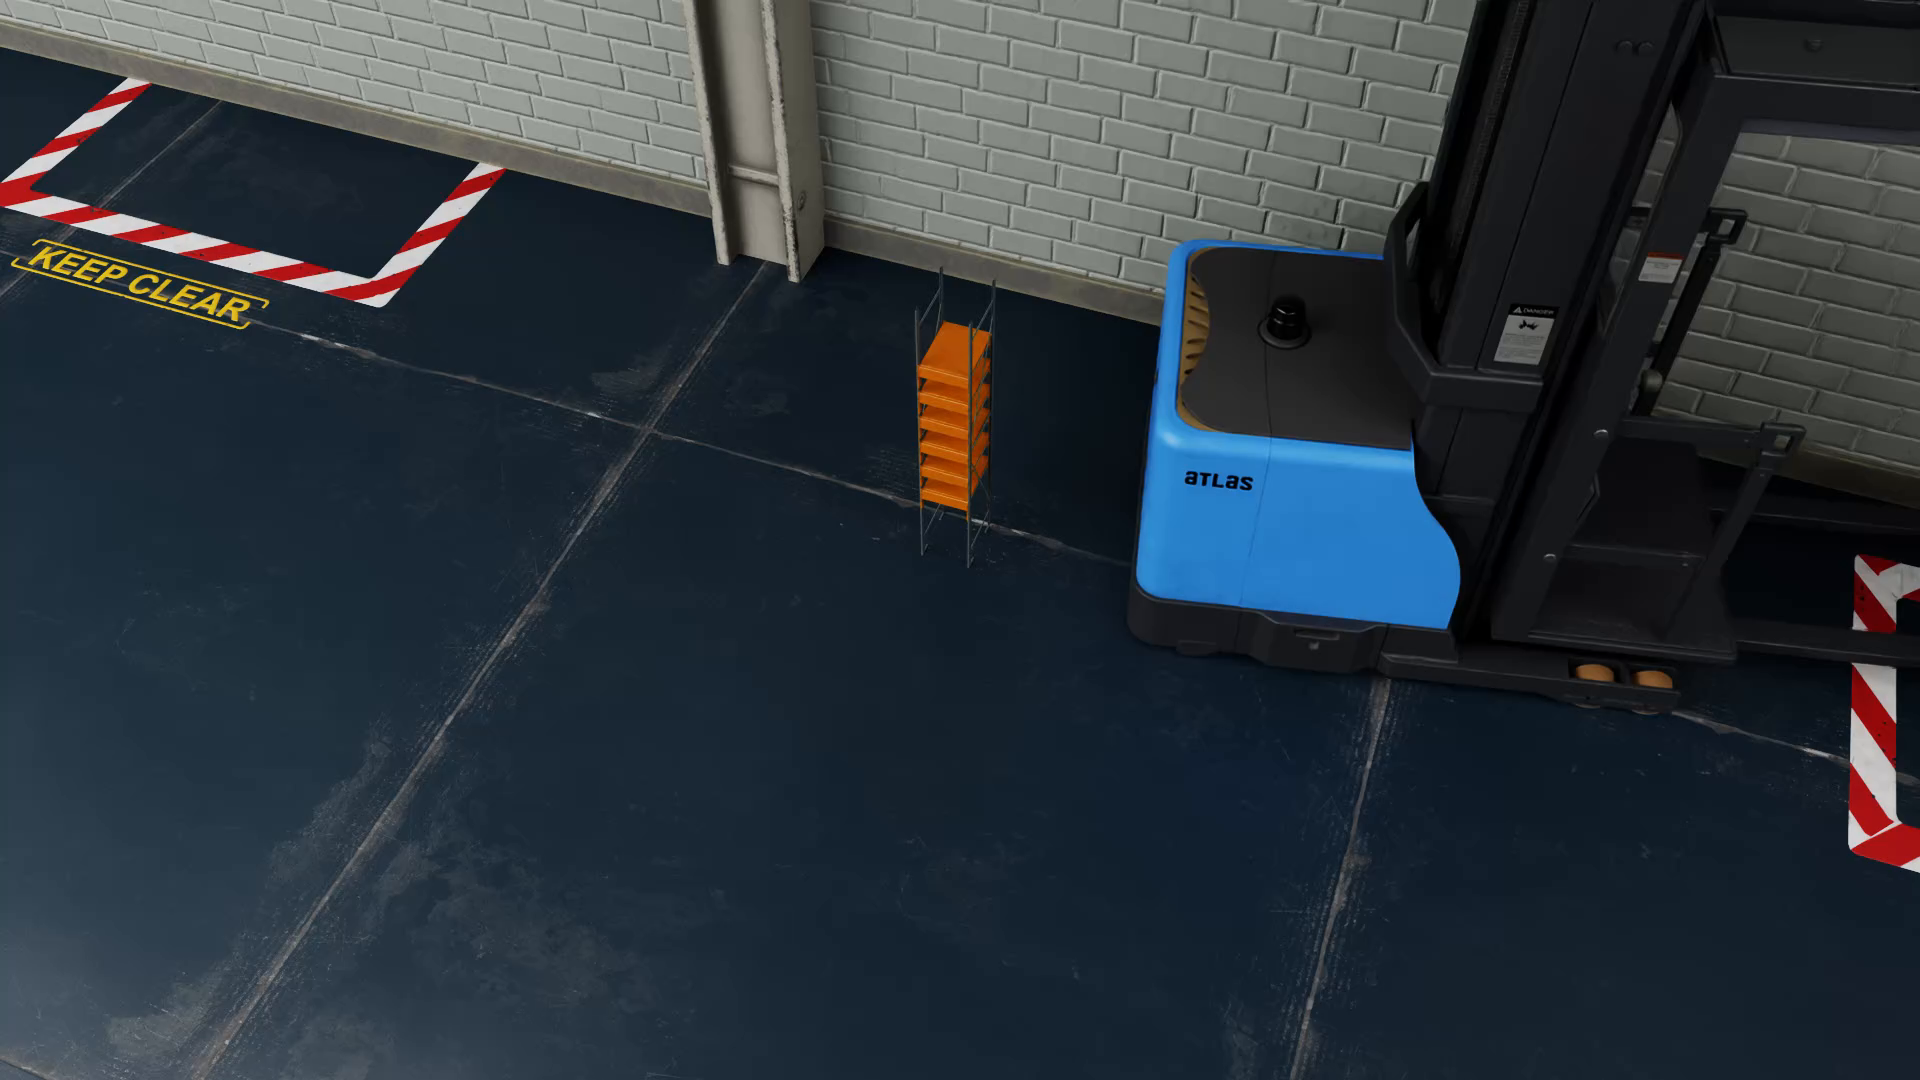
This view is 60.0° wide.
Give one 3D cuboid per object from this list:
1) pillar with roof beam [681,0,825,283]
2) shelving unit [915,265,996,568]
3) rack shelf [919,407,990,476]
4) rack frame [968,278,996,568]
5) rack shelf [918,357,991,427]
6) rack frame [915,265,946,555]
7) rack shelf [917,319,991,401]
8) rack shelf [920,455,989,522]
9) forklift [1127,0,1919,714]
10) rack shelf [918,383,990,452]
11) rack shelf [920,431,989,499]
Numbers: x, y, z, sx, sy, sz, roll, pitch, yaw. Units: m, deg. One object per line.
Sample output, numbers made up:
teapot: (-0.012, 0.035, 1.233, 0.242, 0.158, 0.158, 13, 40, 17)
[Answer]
pillar with roof beam: (-2.319, -1.172, 1.311, 0.400, 9.000, 9.100, 16, 51, 13)
shelving unit: (-0.014, -0.397, 5.800, 0.189, 1.200, 0.258, 16, 51, 13)
rack shelf: (-0.014, -0.368, 5.833, 0.180, 0.103, 0.258, 16, 51, 13)
rack frame: (0.072, -0.373, 5.779, 0.006, 1.200, 0.240, 16, 51, 13)
rack shelf: (-0.014, -0.525, 5.652, 0.180, 0.103, 0.258, 16, 51, 13)
rack frame: (-0.099, -0.421, 5.821, 0.006, 1.200, 0.240, 16, 51, 13)
rack shelf: (-0.014, -0.603, 5.561, 0.180, 0.103, 0.258, 16, 51, 13)
rack shelf: (-0.014, -0.210, 6.015, 0.180, 0.103, 0.258, 16, 51, 13)
forklift: (2.153, -0.791, 4.996, 3.031, 2.935, 1.130, 6, 49, 5)
rack shelf: (-0.014, -0.446, 5.743, 0.180, 0.103, 0.258, 16, 51, 13)
rack shelf: (-0.014, -0.289, 5.924, 0.180, 0.103, 0.258, 16, 51, 13)
